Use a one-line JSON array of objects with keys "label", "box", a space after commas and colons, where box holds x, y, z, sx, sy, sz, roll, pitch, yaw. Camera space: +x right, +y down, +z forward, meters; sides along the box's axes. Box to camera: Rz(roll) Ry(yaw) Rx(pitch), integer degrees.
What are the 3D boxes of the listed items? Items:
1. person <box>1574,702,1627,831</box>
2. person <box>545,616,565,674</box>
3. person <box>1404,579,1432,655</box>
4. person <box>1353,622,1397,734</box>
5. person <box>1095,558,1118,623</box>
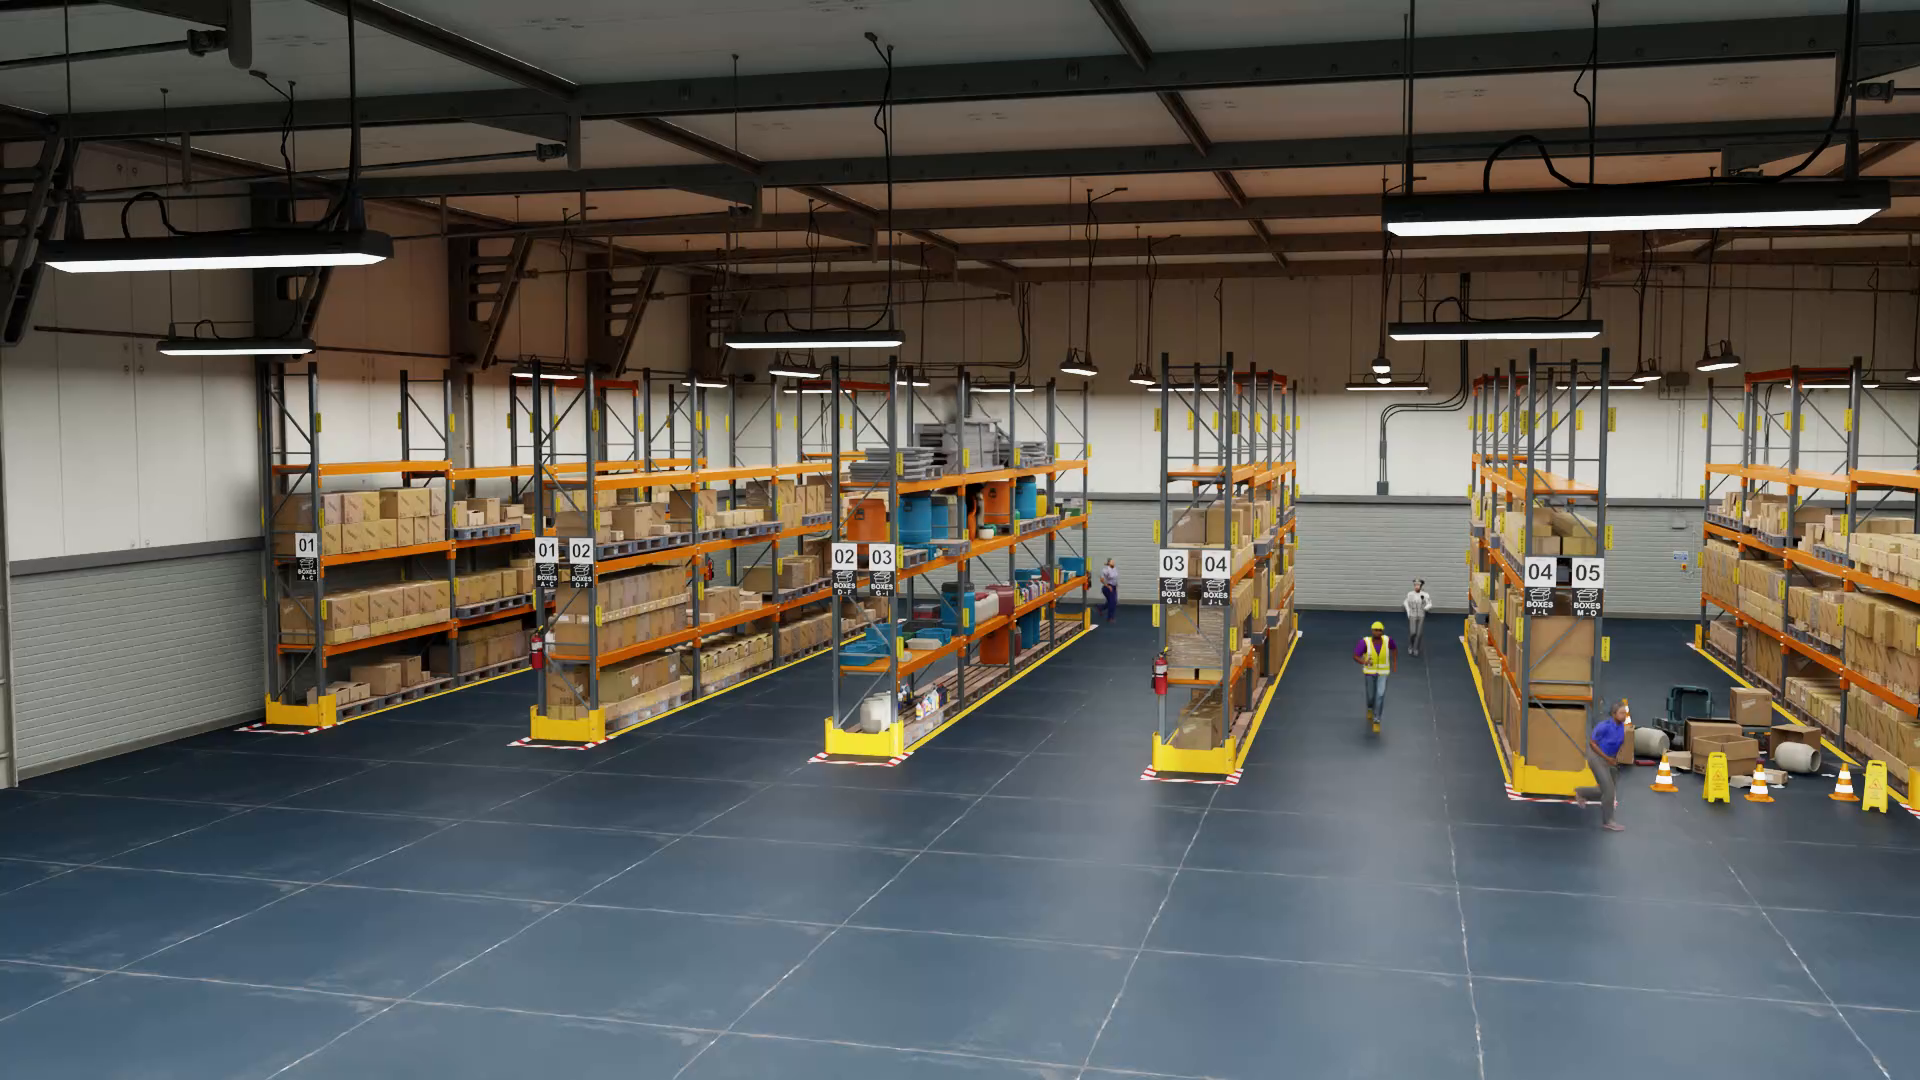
[{"label": "person", "box": [7.920, 2.799, 20.622, 0.545, 1.519, 0.775, -2, 4, -26]}, {"label": "person", "box": [-7.096, 2.146, 28.873, 0.584, 1.650, 0.642, 0, 4, 1]}, {"label": "person", "box": [9.819, 1.653, 35.662, 0.592, 1.664, 0.600, 1, 4, 17]}, {"label": "person", "box": [6.805, 2.207, 27.245, 0.728, 1.770, 1.030, 1, 4, 7]}, {"label": "person", "box": [3.704, 1.269, 41.857, 0.616, 1.639, 0.612, 3, 5, 33]}]
